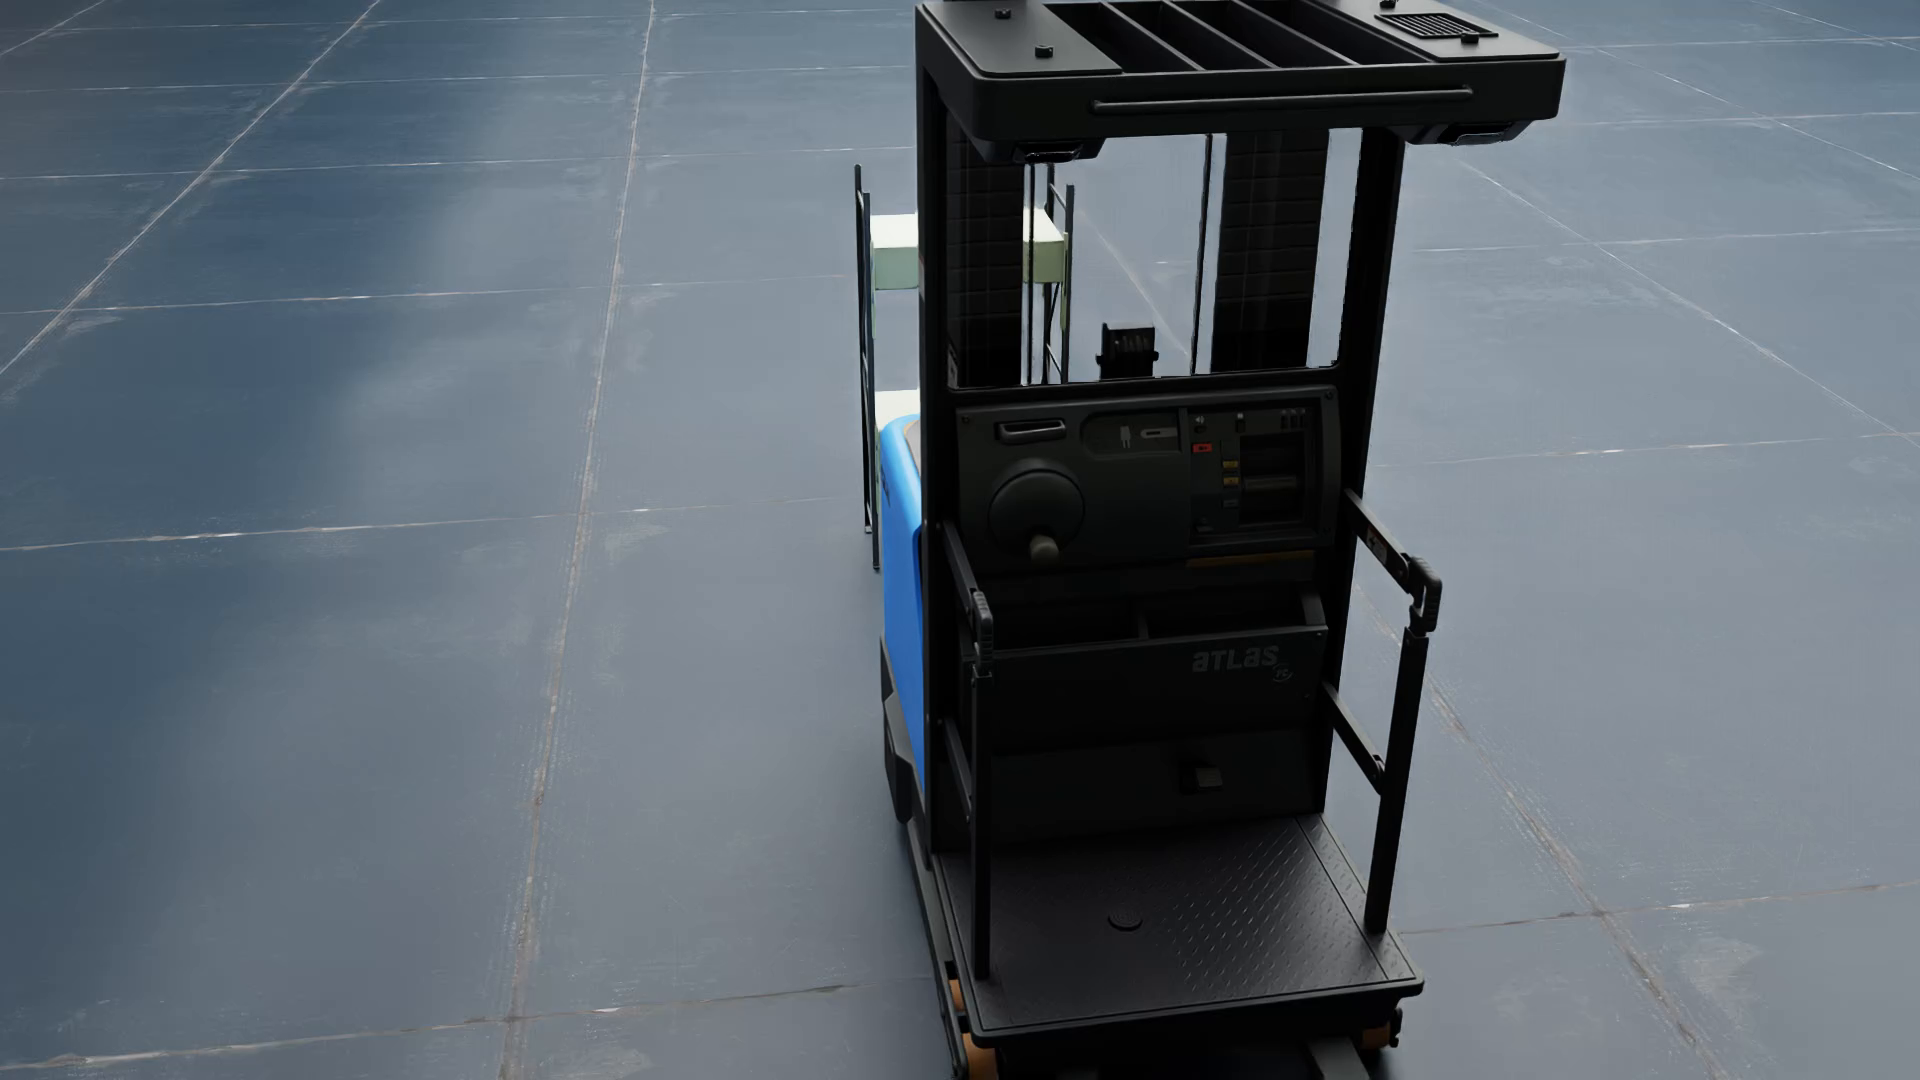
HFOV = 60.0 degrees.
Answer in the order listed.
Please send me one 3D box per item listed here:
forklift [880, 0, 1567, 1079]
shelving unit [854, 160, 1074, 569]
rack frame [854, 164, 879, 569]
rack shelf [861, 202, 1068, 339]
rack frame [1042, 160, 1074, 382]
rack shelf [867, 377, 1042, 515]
[{"bbox_3d":[0.490,-0.113,3.759,1.130,2.935,3.031,-4,27,-8],"label":"forklift"},{"bbox_3d":[0.007,-0.668,6.408,0.755,1.500,0.431,-4,27,-7],"label":"shelving unit"},{"bbox_3d":[-0.356,-0.644,6.363,0.023,1.500,0.400,-4,27,-7],"label":"rack frame"},{"bbox_3d":[0.007,-1.015,6.230,0.720,0.370,0.431,-4,27,-7],"label":"rack shelf"},{"bbox_3d":[0.369,-0.691,6.454,0.023,1.500,0.400,-4,27,-7],"label":"rack frame"},{"bbox_3d":[0.007,-0.378,6.557,0.720,0.370,0.431,-4,27,-7],"label":"rack shelf"}]
